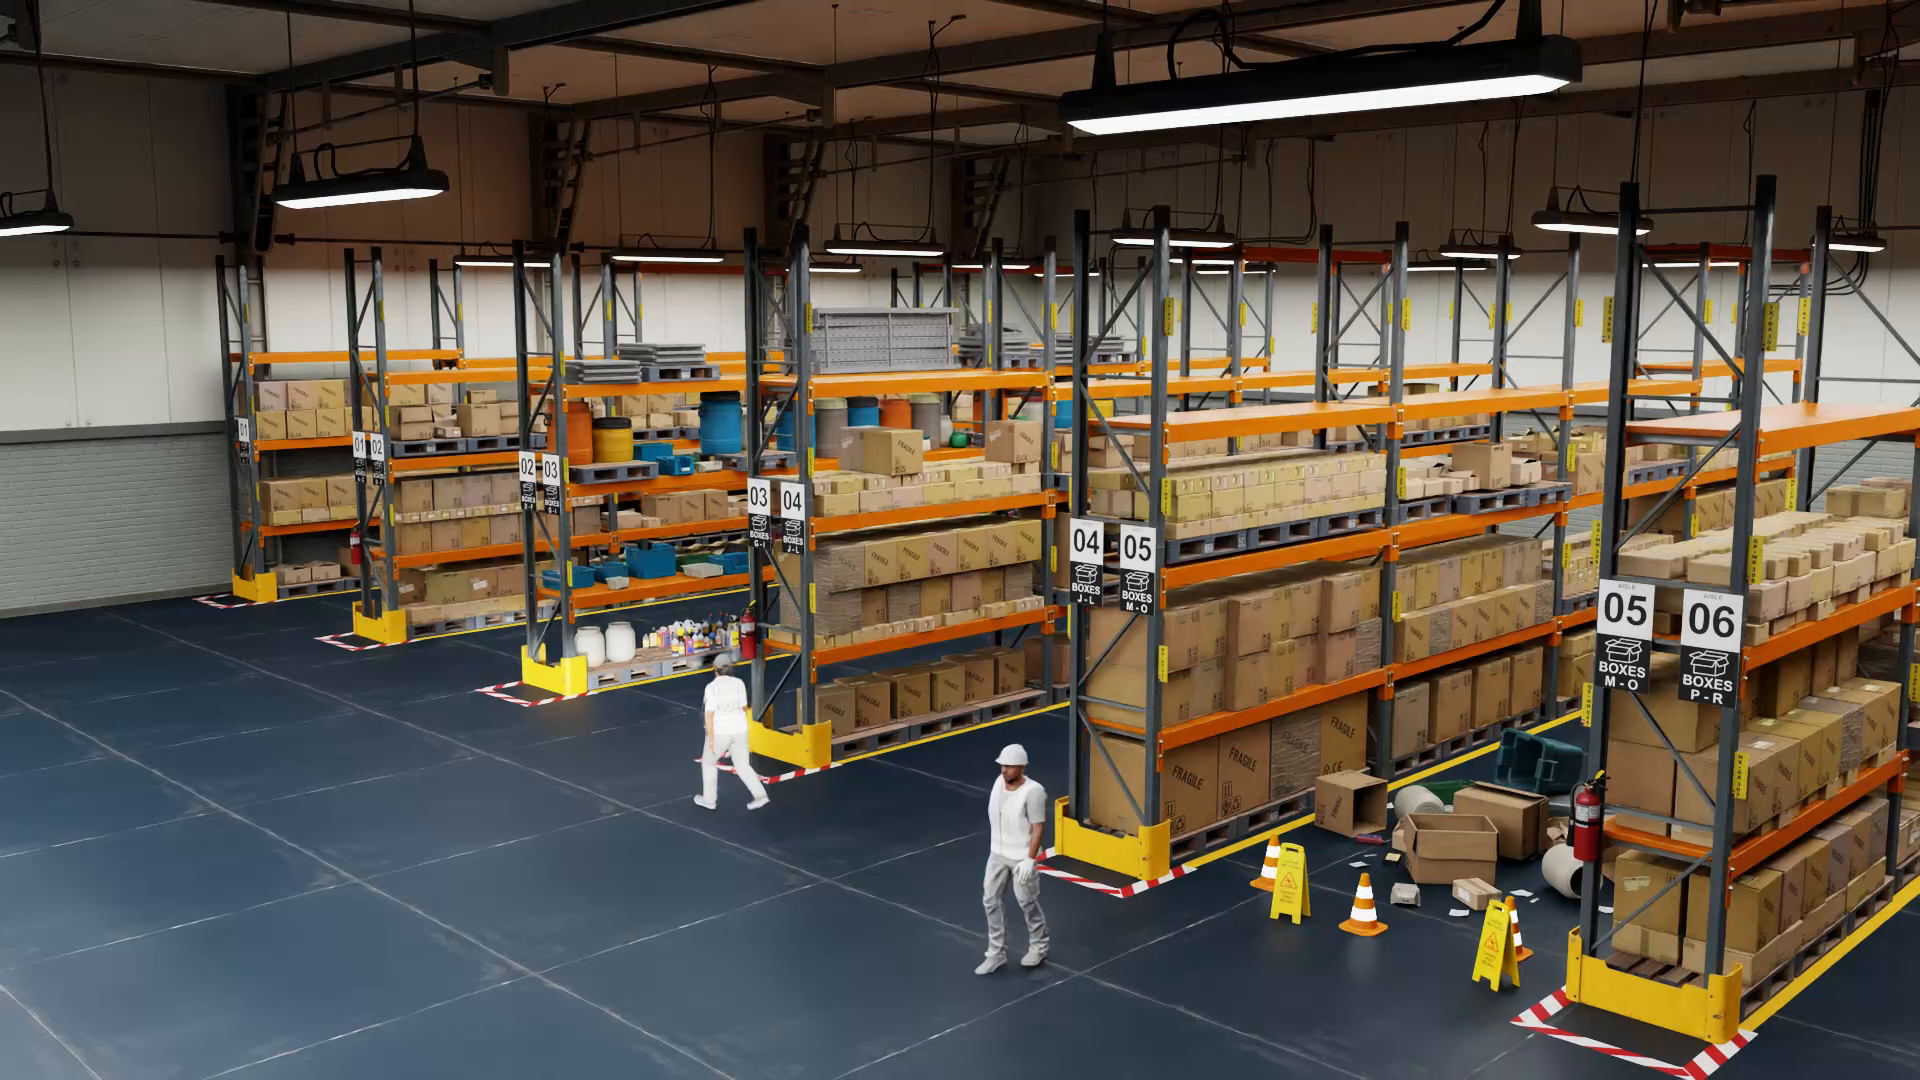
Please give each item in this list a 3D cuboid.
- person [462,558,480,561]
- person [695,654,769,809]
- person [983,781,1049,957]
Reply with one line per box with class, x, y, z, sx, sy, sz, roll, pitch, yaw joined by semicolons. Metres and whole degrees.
person;-9.099;-0.019;30.806;0.513;1.502;0.601;-4;9;-23
person;-2.364;1.972;16.899;0.471;1.619;0.962;-8;11;-43
person;0.442;2.560;12.989;0.504;1.420;0.621;-7;11;-42
